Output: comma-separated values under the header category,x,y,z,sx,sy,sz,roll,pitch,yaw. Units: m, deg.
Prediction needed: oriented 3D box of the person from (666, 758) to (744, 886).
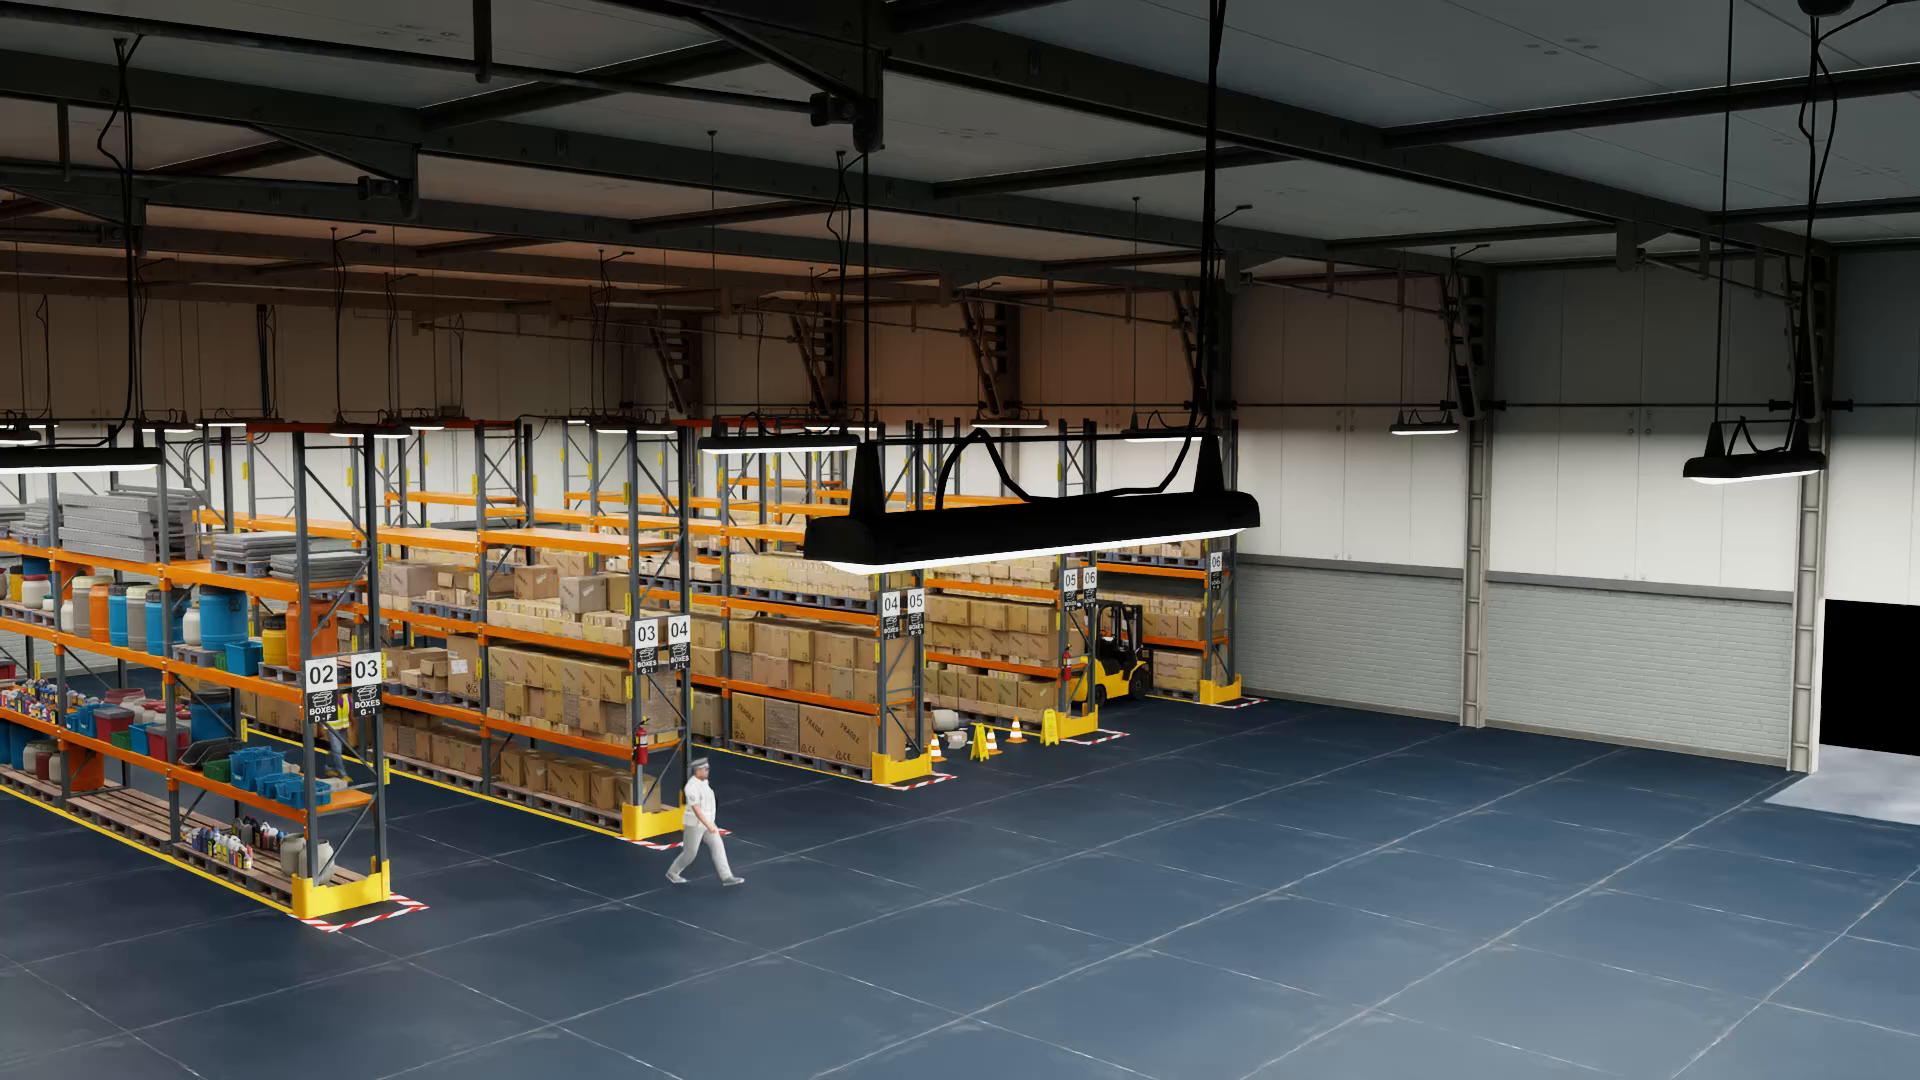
category,x,y,z,sx,sy,sz,roll,pitch,yaw
person,-3.341,3.695,21.782,1.118,1.683,0.514,2,5,24

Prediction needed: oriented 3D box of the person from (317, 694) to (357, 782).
category,x,y,z,sx,sy,sz,roll,pitch,yaw
person,-10.409,3.164,27.924,0.989,1.712,0.584,3,5,29
